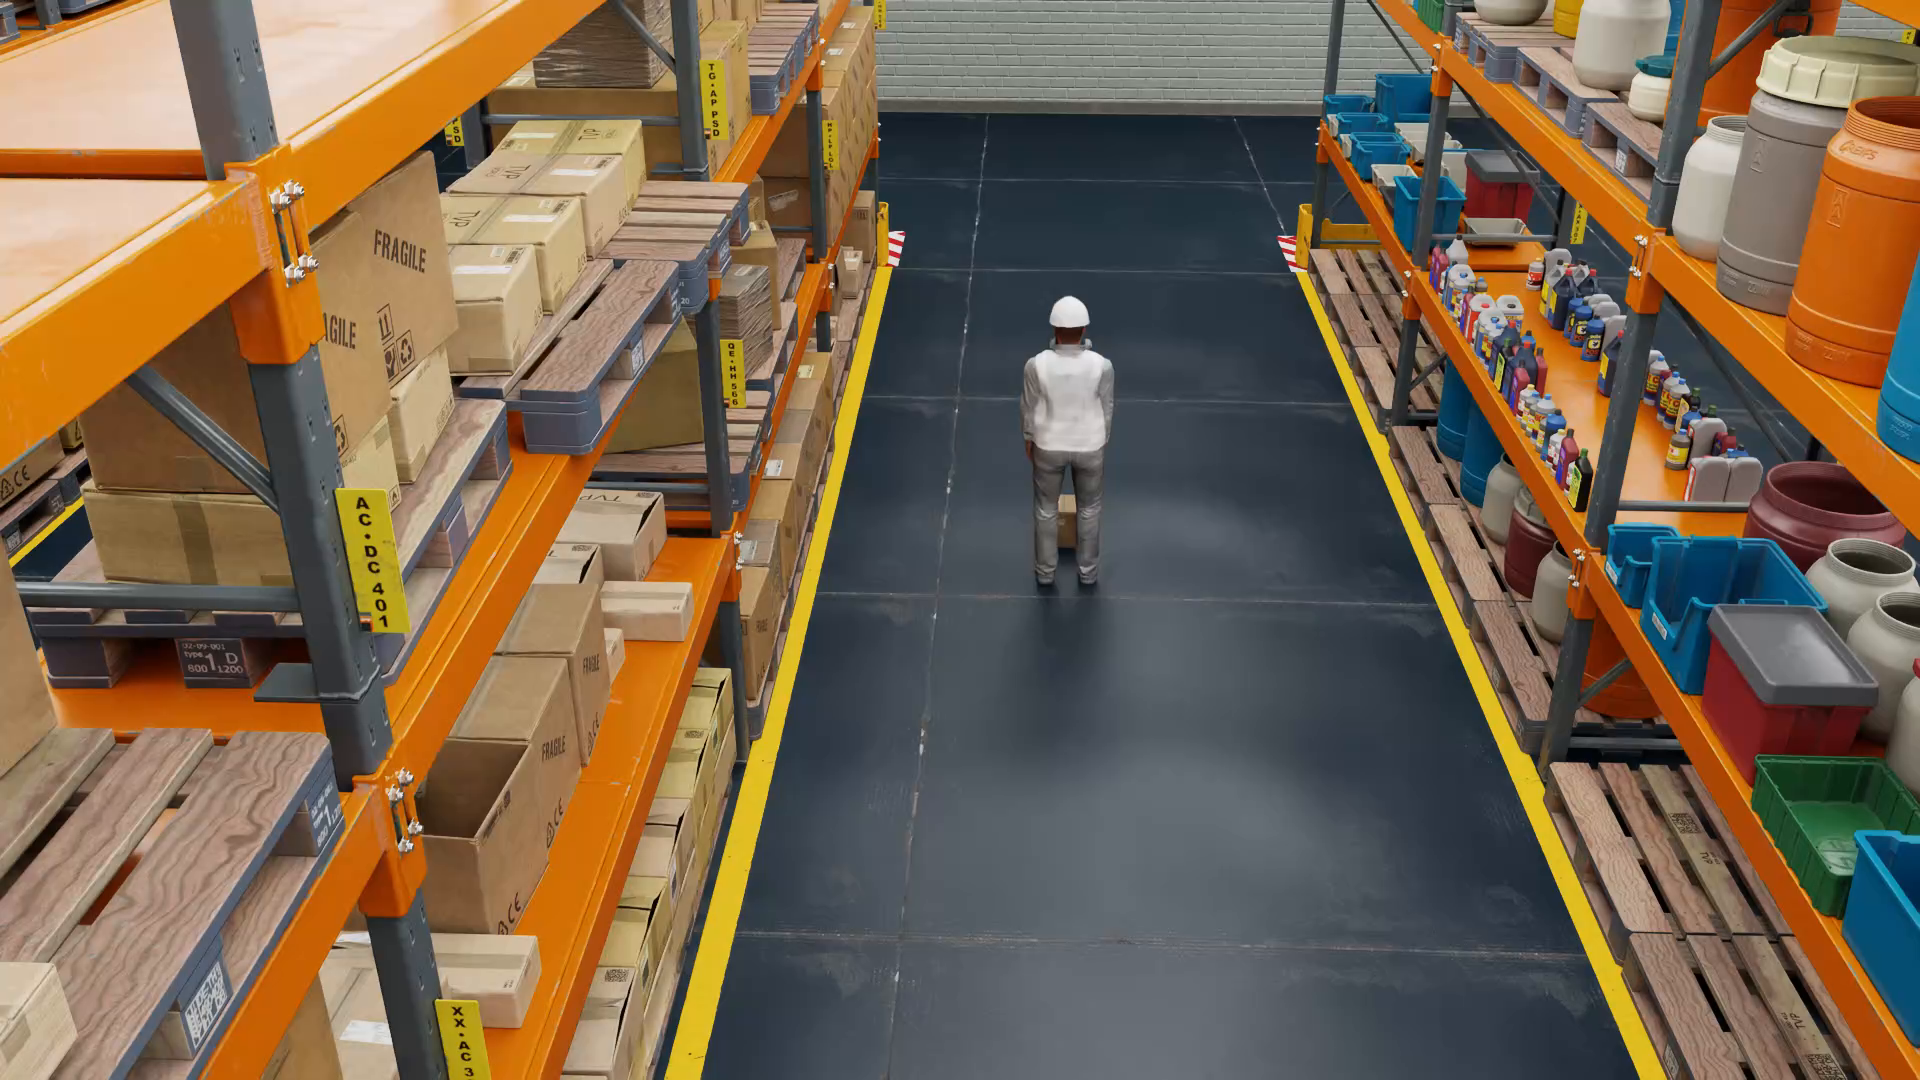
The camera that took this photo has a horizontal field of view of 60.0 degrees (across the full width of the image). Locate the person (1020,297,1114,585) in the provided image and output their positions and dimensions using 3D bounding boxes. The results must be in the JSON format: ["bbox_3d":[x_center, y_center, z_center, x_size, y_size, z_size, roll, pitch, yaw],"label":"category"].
[{"bbox_3d":[0.614,-0.564,9.677,0.534,1.763,0.357,2,28,3],"label":"person"}]
